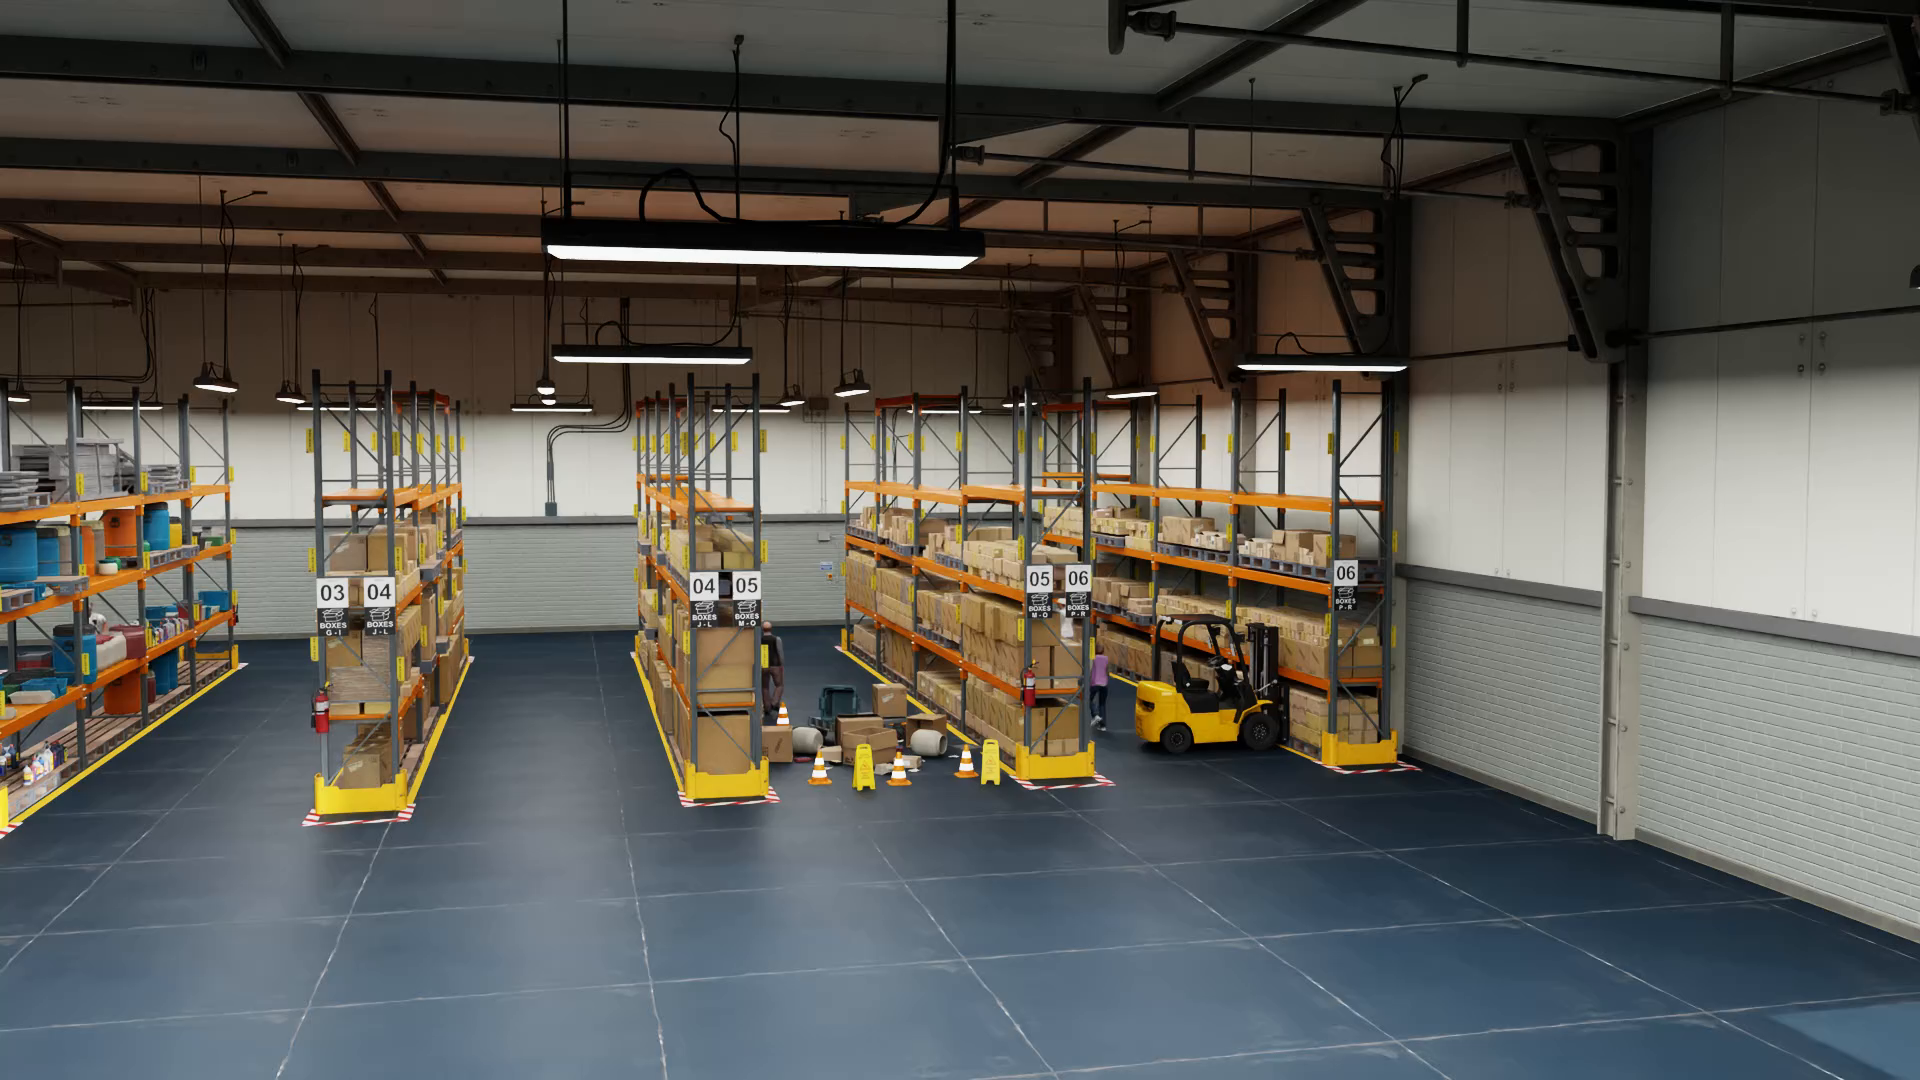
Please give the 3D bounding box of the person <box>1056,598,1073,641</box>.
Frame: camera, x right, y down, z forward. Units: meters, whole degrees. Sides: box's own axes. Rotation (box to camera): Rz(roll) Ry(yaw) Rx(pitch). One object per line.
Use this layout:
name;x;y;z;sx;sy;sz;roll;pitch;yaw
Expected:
person;2.226;2.076;35.333;0.457;1.775;0.573;3;4;40

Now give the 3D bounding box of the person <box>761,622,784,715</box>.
person;-3.531;2.373;30.713;0.569;1.718;0.509;0;3;3

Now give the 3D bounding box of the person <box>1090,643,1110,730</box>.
person;2.416;2.566;29.292;0.511;1.502;0.751;-1;3;-11

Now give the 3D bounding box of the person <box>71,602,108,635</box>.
person;-18.447;2.134;35.245;0.614;1.677;0.735;0;3;-5
